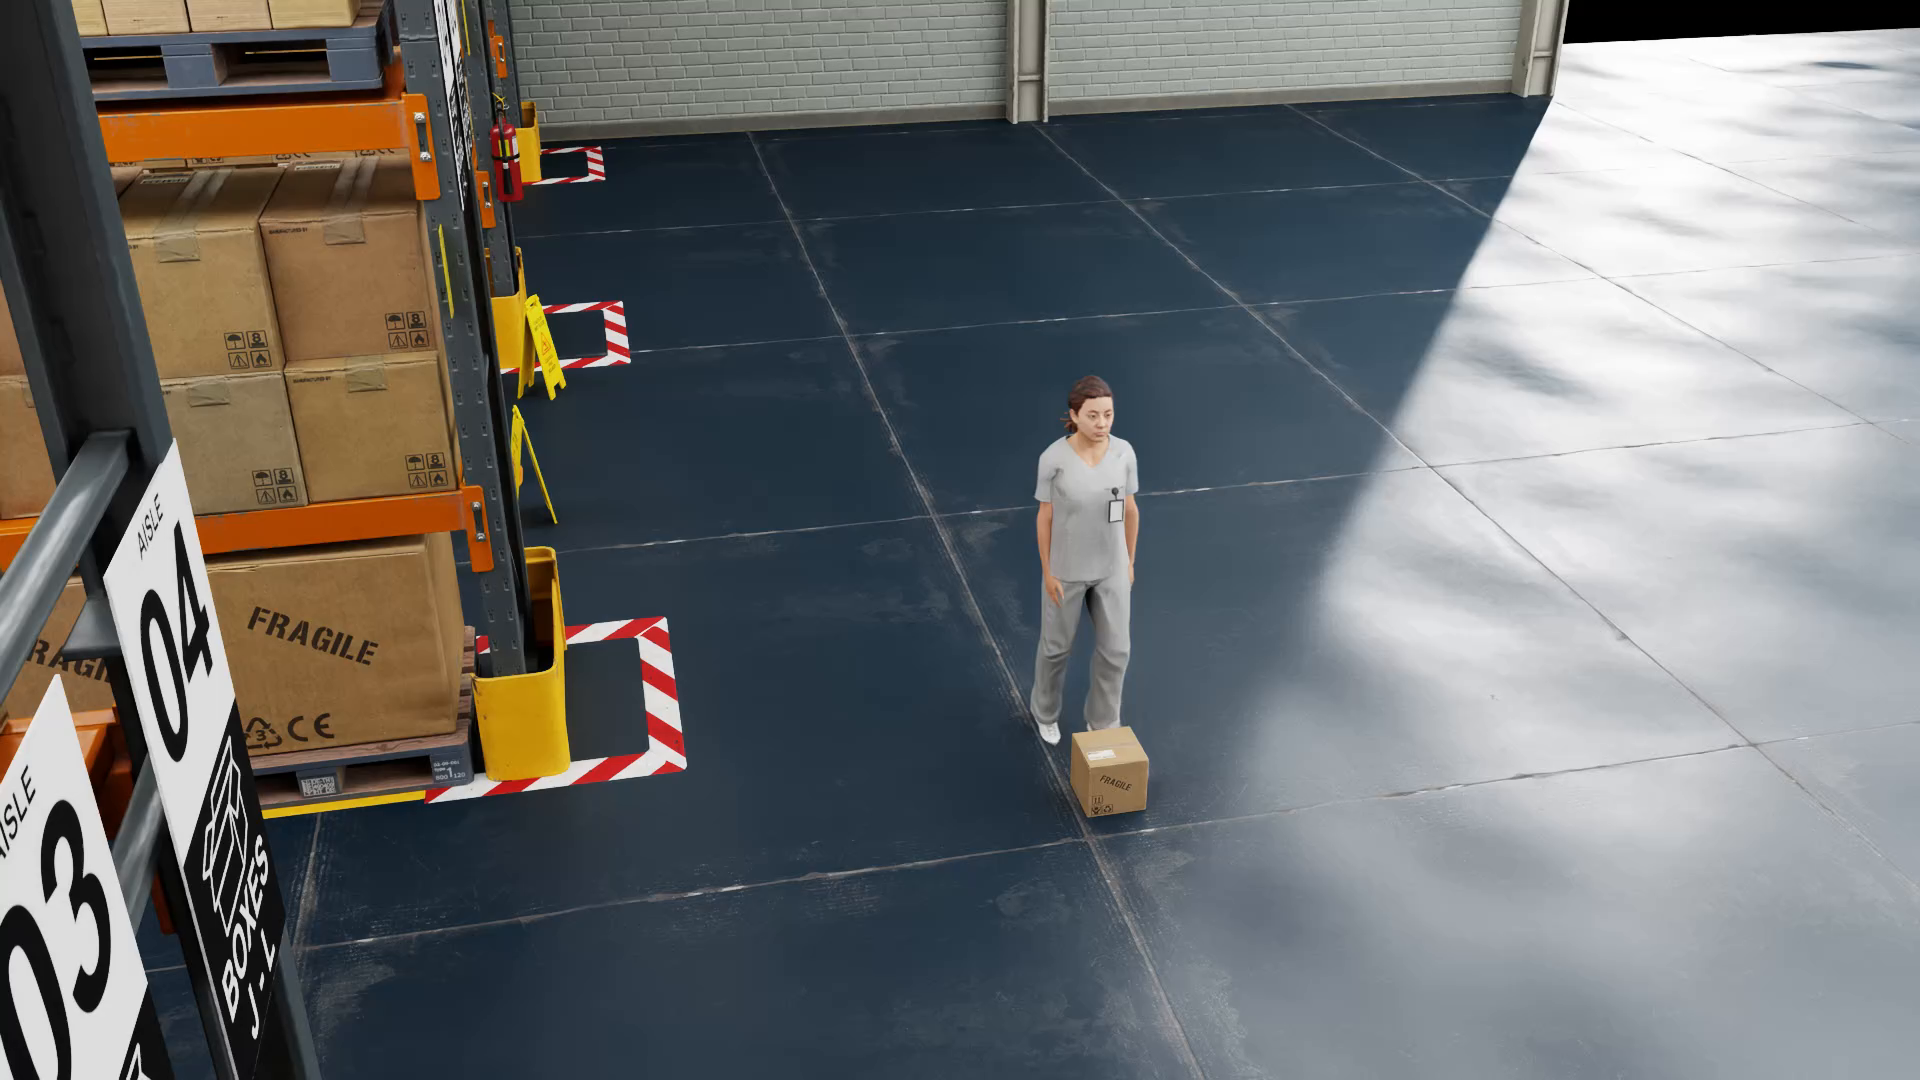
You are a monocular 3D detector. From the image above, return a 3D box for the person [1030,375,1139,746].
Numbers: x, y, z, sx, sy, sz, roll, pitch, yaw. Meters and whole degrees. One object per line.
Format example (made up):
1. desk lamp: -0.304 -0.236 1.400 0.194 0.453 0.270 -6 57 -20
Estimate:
1. person: 0.524 0.143 6.906 0.438 1.714 0.455 -5 27 -10
